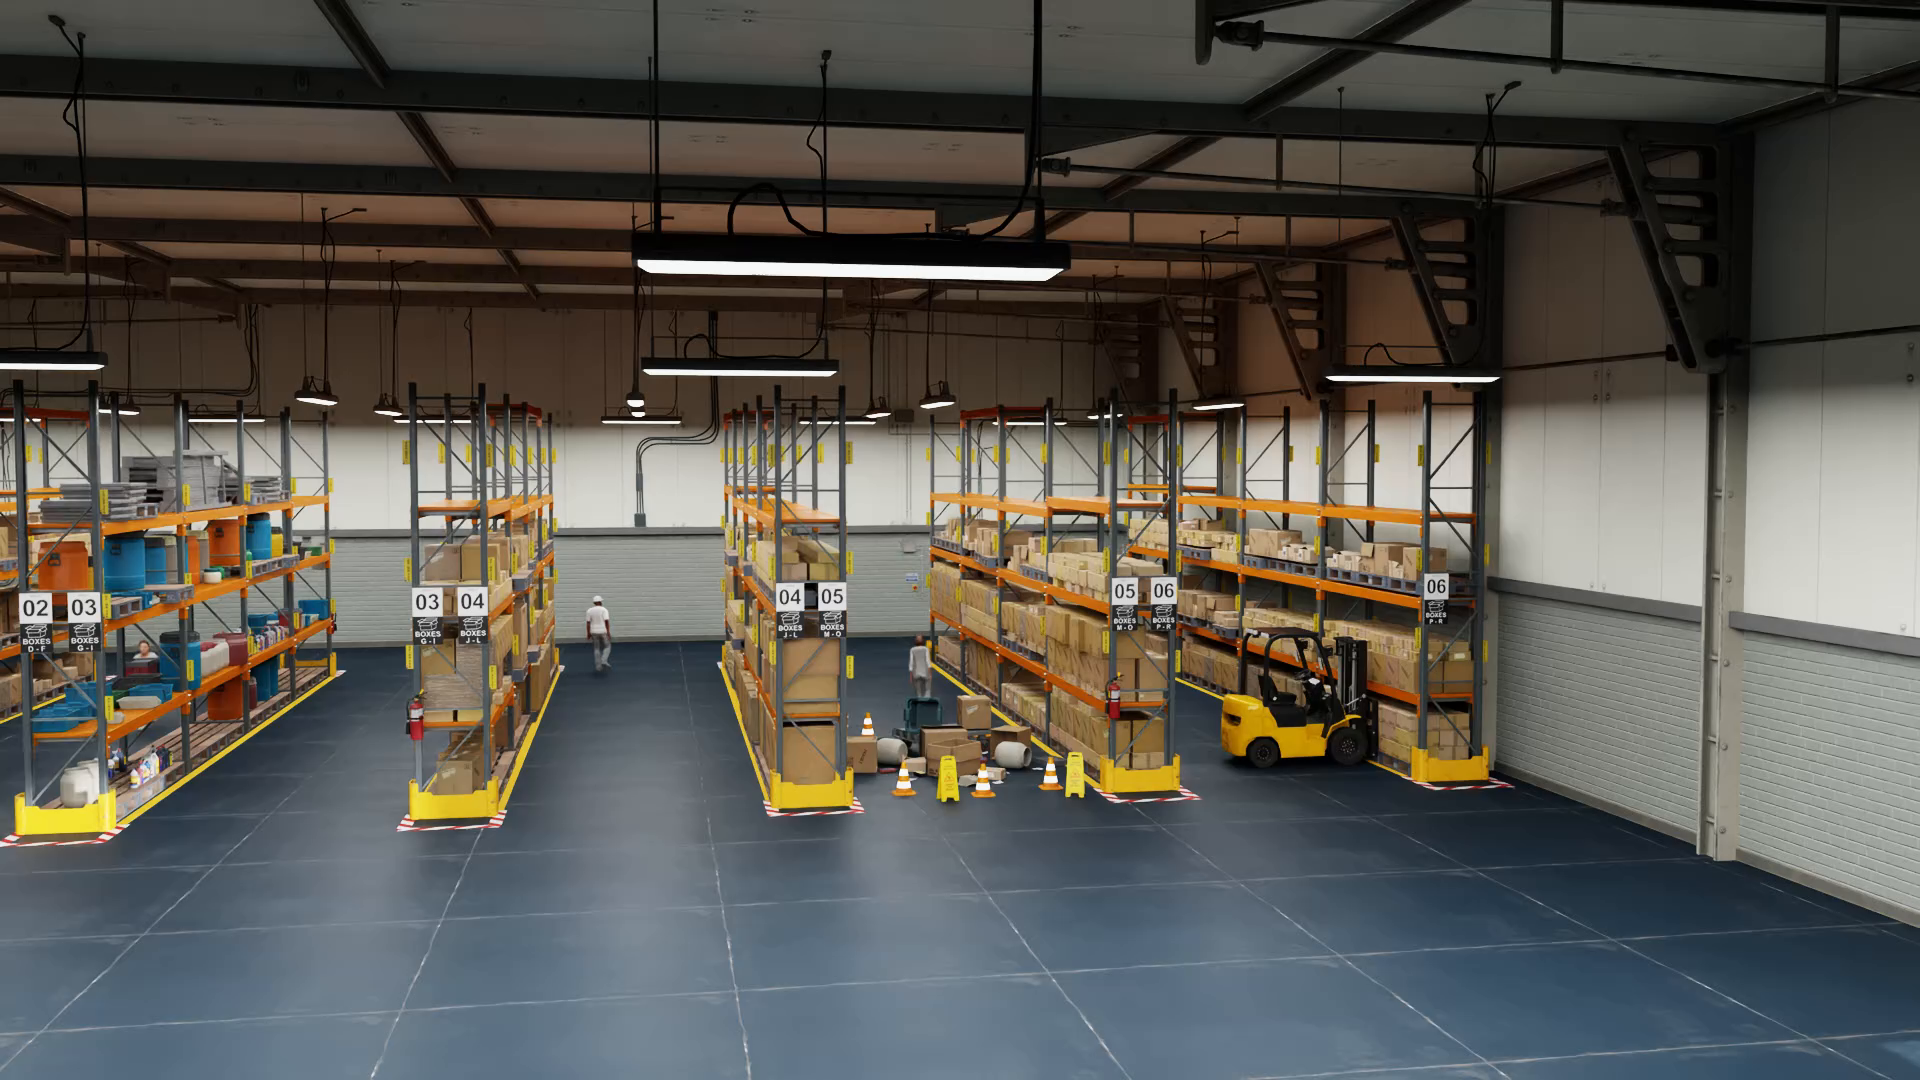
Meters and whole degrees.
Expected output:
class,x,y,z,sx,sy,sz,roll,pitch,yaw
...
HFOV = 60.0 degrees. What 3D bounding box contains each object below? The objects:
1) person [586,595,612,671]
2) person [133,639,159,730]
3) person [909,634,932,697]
class,x,y,z,sx,sy,sz,roll,pitch,yaw
person,-8.382,2.160,38.591,0.608,1.744,0.539,0,3,-2
person,-14.952,2.637,30.567,0.522,1.655,0.638,-1,3,-17
person,-0.749,2.592,31.680,0.456,1.586,0.443,0,3,-2
